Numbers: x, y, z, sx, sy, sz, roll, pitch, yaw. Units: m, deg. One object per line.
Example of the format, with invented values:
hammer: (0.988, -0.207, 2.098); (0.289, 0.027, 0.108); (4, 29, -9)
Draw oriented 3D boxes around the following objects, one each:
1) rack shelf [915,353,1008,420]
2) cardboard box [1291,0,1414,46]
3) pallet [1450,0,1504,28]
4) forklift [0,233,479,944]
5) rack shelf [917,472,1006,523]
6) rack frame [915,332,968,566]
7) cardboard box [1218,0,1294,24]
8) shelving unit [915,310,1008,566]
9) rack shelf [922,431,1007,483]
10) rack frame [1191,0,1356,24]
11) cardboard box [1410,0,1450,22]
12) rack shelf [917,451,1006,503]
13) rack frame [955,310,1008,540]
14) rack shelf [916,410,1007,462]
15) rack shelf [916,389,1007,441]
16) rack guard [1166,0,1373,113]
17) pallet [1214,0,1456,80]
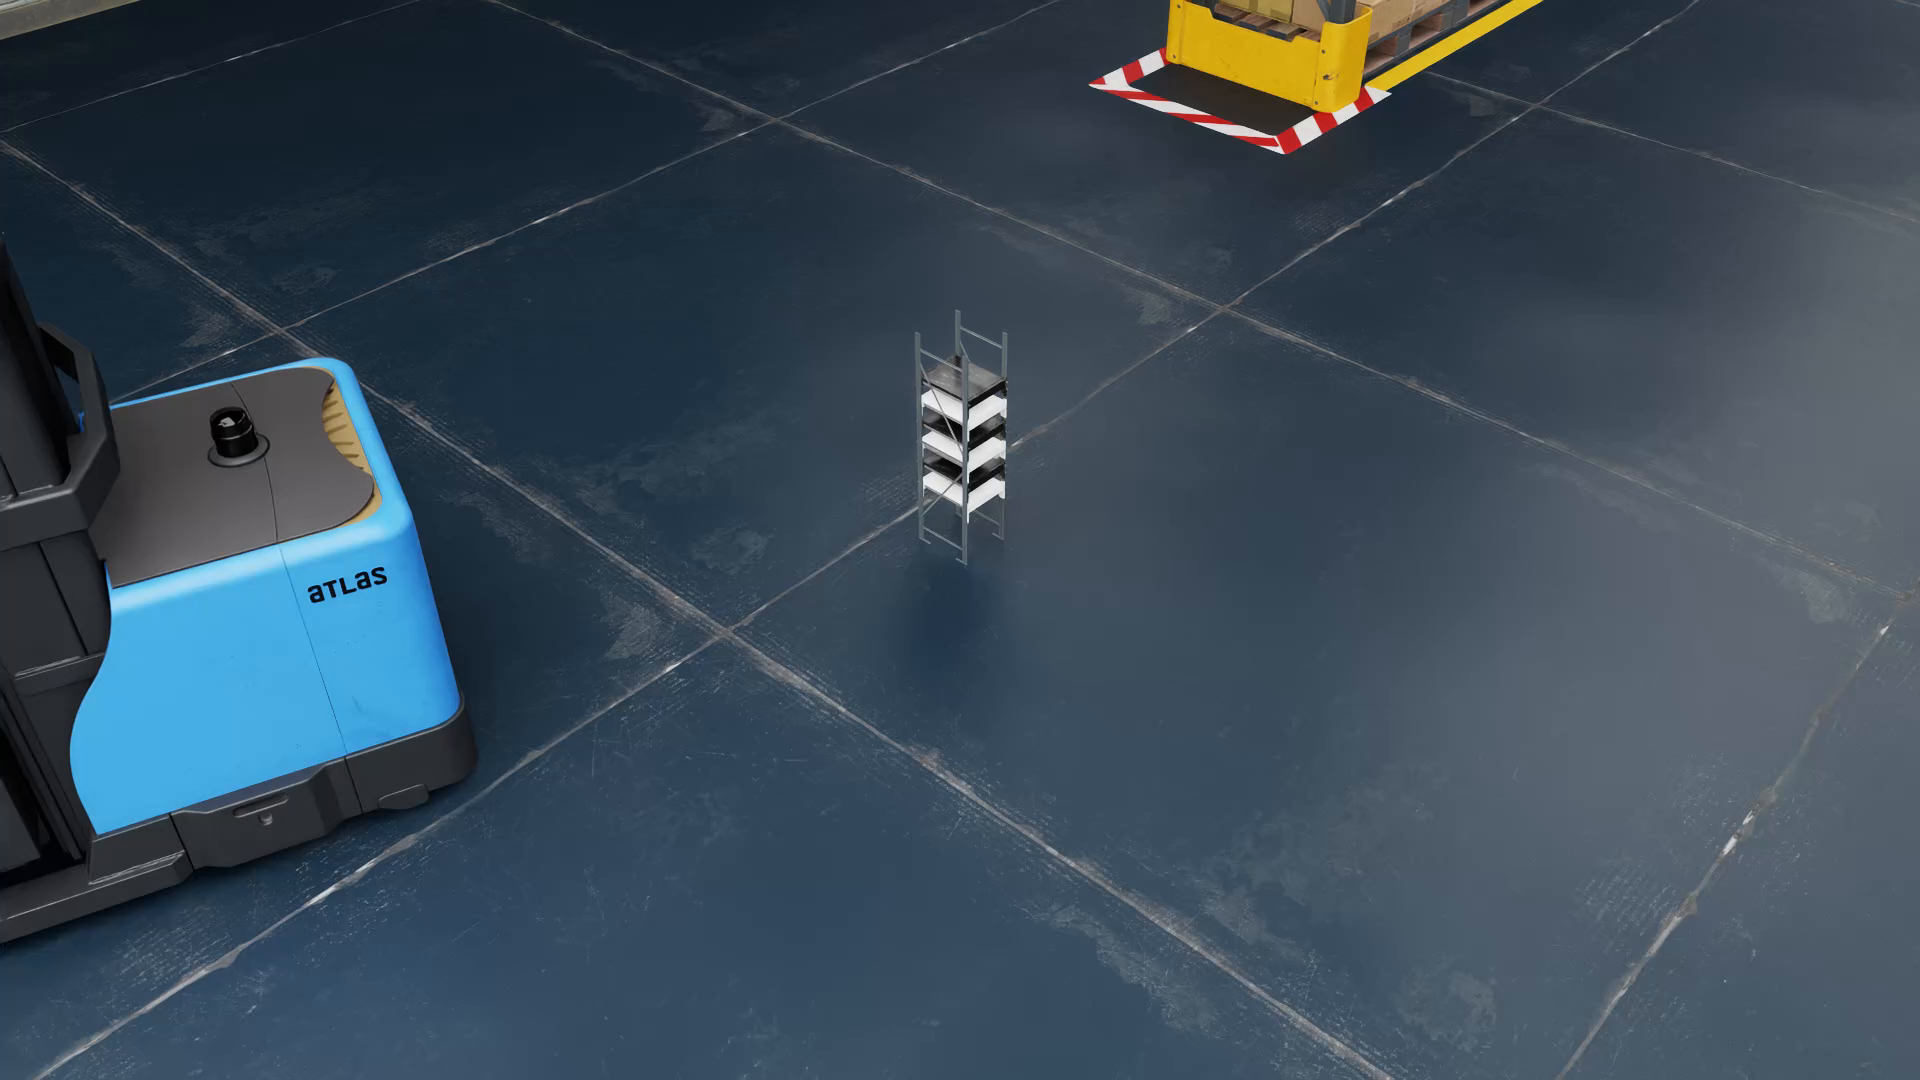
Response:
rack shelf: (0.005, -0.541, 5.827); (0.258, 0.077, 0.200); (30, 47, 32)
cardboard box: (2.278, -3.104, 9.616); (0.500, 0.250, 0.500); (30, 47, 32)
pallet: (3.060, -3.699, 10.732); (1.003, 0.211, 1.213); (30, 47, 32)
forklift: (-3.074, -0.224, 4.176); (3.031, 2.935, 1.130); (-18, 42, -21)
rack shelf: (0.005, -0.189, 6.107); (0.258, 0.077, 0.200); (30, 47, 32)
rack frame: (-0.063, -0.309, 5.916); (0.240, 0.900, 0.006); (30, 47, 32)
cardboard box: (1.895, -3.322, 9.889); (0.500, 0.250, 0.500); (30, 47, 32)
shelving unit: (0.005, -0.356, 5.975); (0.258, 0.900, 0.210); (30, 47, 32)
rack shelf: (0.005, -0.330, 5.995); (0.258, 0.077, 0.200); (30, 47, 32)
rack frame: (1.752, -3.863, 8.698); (1.000, 3.000, 0.127); (30, 47, 32)
cardboard box: (2.612, -3.336, 9.907); (0.500, 0.250, 0.500); (30, 47, 32)
rack shelf: (0.005, -0.259, 6.051); (0.258, 0.077, 0.200); (30, 47, 32)
rack frame: (0.074, -0.403, 6.033); (0.240, 0.900, 0.006); (30, 47, 32)
rack shelf: (0.005, -0.400, 5.939); (0.258, 0.077, 0.200); (30, 47, 32)
rack shelf: (0.005, -0.471, 5.883); (0.258, 0.077, 0.200); (30, 47, 32)
rack guard: (1.736, -2.874, 9.463); (1.175, 0.500, 0.348); (30, 47, 32)
pallet: (2.237, -3.141, 10.030); (1.003, 0.211, 1.213); (30, 47, 32)
